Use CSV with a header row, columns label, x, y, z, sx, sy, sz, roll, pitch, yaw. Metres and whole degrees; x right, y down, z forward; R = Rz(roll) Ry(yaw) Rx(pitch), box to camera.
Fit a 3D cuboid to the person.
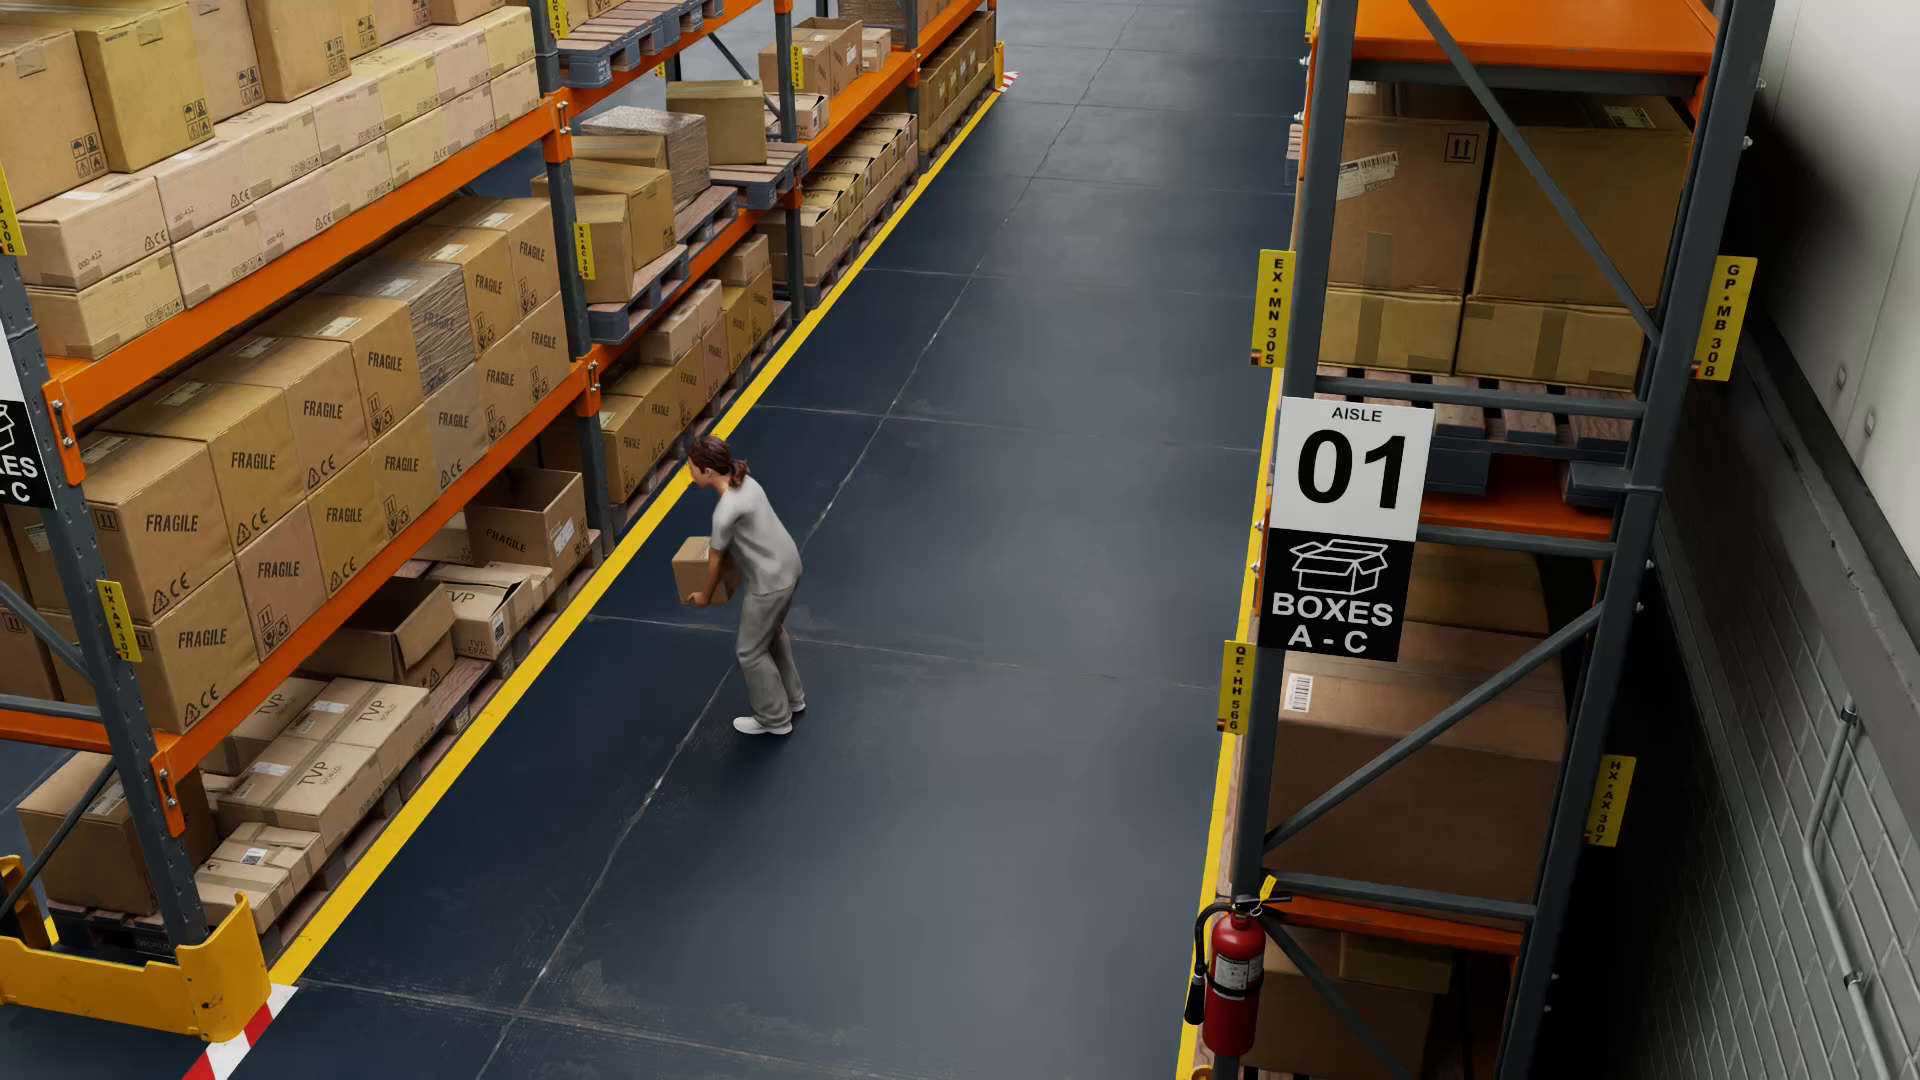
label,x,y,z,sx,sy,sz,roll,pitch,yaw
person,-1.067,0.222,8.291,0.550,1.606,0.407,5,29,10
